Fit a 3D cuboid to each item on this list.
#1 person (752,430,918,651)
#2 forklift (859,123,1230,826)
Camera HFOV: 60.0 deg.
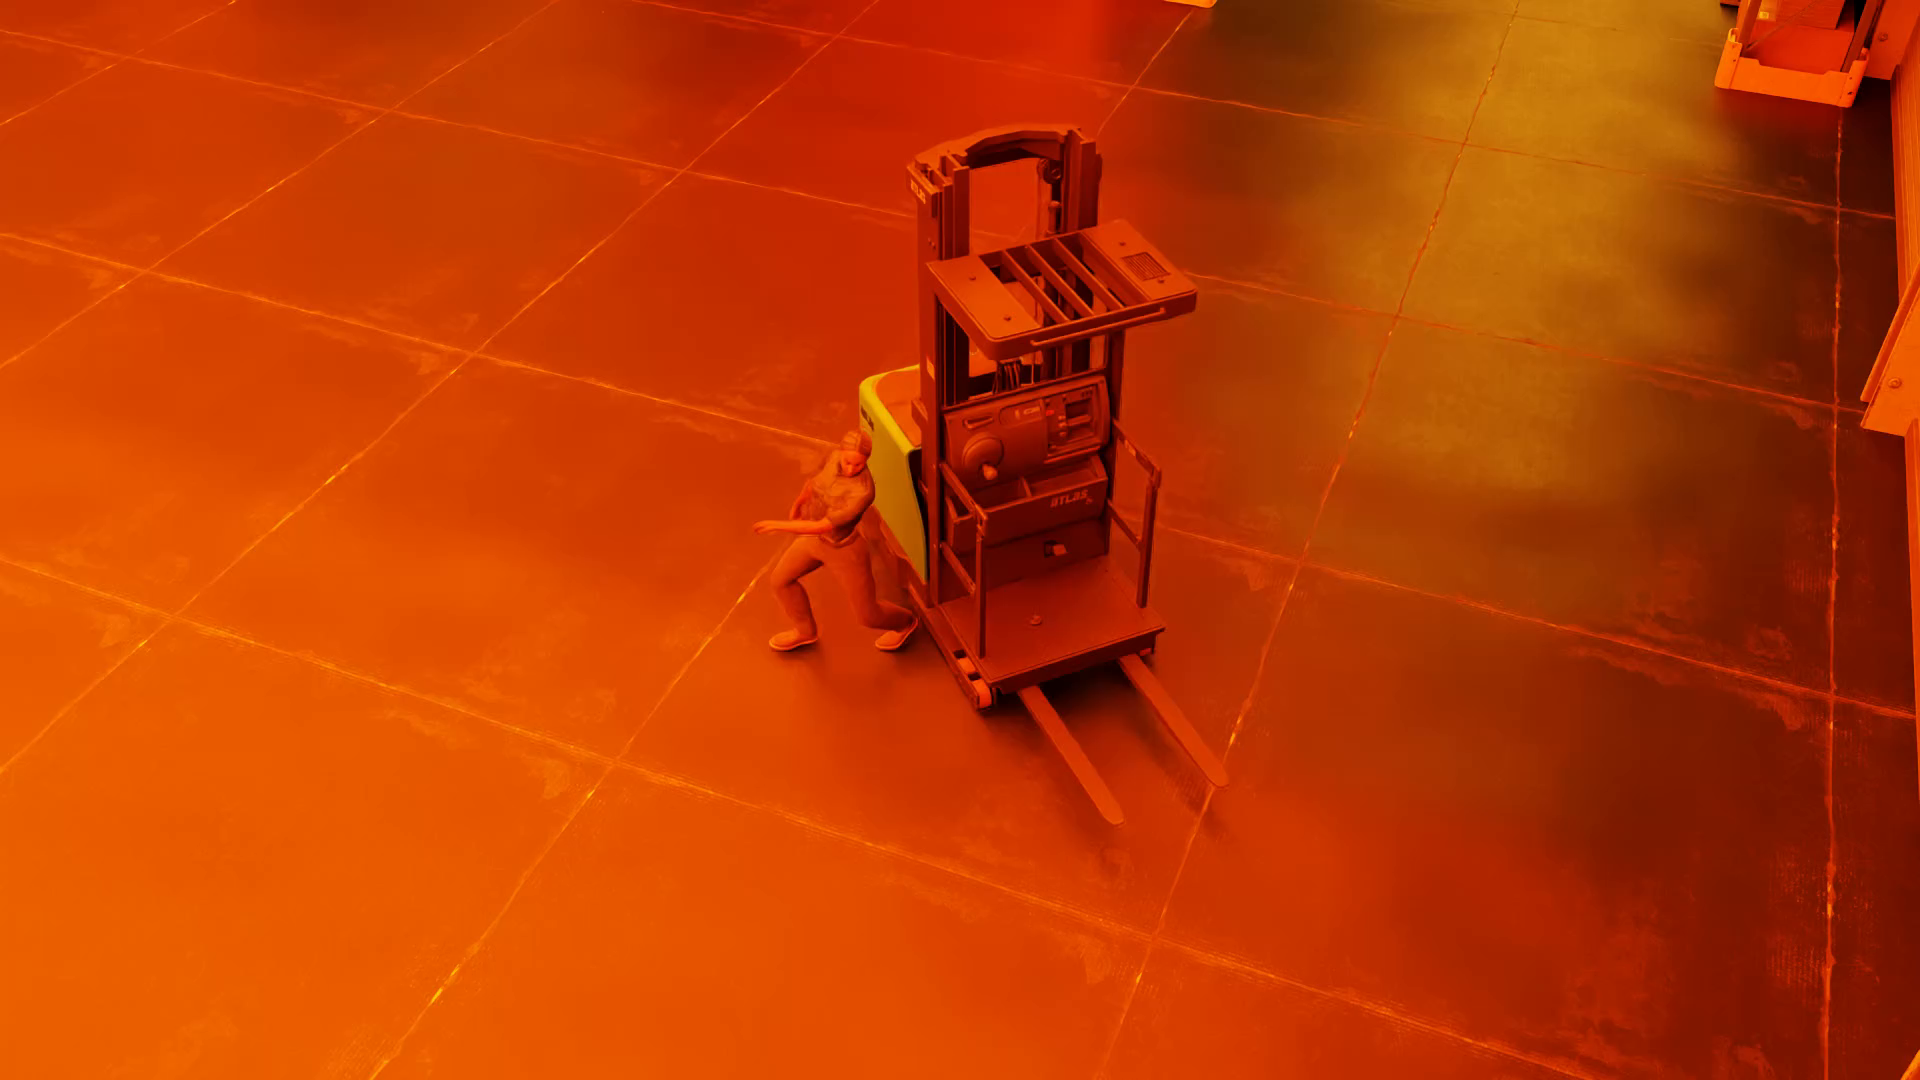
[{"bbox_3d":[-0.724,0.001,9.091,0.806,1.533,0.696,-30,49,-31],"label":"person"},{"bbox_3d":[0.451,-0.510,8.615,1.130,2.935,3.031,-16,43,-18],"label":"forklift"}]
